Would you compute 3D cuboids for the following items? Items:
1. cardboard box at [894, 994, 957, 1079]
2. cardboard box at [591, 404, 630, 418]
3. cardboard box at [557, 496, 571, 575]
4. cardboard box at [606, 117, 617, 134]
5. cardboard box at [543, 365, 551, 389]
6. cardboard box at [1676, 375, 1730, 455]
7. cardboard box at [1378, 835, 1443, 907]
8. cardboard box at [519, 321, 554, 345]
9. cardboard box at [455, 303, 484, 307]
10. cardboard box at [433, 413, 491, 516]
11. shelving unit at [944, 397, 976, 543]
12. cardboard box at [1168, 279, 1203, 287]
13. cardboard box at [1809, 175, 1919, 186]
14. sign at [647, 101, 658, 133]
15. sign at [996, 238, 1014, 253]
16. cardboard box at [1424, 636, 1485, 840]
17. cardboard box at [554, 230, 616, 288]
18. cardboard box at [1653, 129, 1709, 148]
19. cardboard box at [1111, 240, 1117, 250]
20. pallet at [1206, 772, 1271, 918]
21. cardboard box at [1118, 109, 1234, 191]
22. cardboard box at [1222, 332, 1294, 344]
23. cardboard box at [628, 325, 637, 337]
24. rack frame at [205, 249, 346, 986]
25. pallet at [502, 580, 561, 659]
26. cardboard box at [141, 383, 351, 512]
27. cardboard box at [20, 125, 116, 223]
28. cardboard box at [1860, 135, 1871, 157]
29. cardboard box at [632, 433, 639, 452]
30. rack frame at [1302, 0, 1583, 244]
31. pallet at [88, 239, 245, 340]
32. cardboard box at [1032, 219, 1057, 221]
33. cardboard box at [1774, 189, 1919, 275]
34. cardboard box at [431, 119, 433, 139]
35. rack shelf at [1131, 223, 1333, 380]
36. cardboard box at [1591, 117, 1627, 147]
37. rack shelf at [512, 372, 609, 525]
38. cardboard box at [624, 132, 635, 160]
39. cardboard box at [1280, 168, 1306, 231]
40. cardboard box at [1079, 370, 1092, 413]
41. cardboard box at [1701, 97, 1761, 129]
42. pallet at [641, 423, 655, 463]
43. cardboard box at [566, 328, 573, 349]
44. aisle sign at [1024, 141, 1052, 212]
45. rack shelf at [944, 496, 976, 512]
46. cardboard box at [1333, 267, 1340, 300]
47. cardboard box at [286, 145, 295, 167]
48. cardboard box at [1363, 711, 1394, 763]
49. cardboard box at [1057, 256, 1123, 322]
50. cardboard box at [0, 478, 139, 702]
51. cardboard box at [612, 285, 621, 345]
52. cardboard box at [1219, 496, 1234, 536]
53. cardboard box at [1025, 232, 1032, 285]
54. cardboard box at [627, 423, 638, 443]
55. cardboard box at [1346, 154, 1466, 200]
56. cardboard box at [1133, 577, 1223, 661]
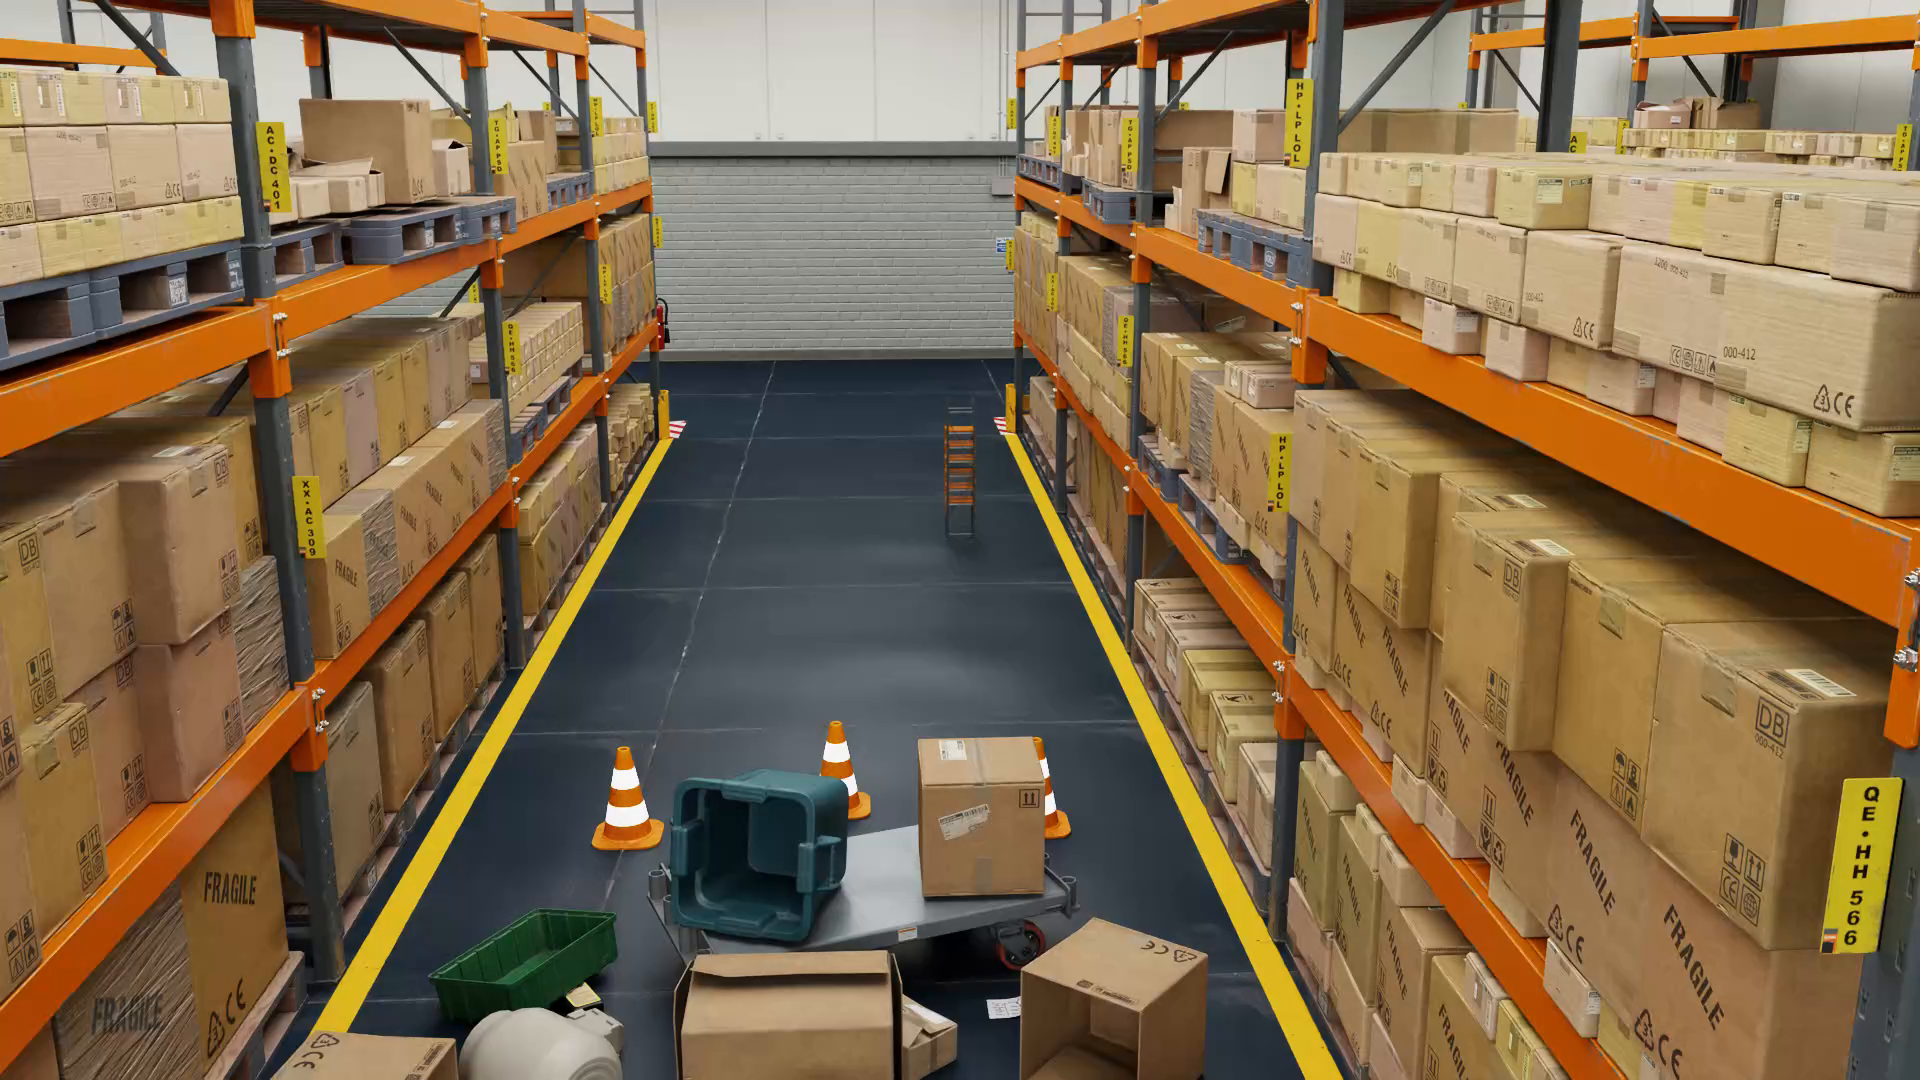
[{"bbox_3d":[-0.235,1.838,6.350,0.258,0.266,0.396,-13,20,-42],"label":"cardboard box"},{"bbox_3d":[-3.503,-1.263,16.602,0.380,0.149,0.250,-1,14,-5],"label":"cardboard box"},{"bbox_3d":[-3.185,-0.040,12.337,0.500,0.500,0.500,-1,14,-5],"label":"cardboard box"},{"bbox_3d":[-3.383,-3.829,15.366,0.380,0.149,0.250,0,14,-1],"label":"cardboard box"},{"bbox_3d":[-3.250,-1.206,12.354,0.380,0.149,0.250,-1,14,-5],"label":"cardboard box"},{"bbox_3d":[1.773,-0.271,3.543,0.380,0.149,0.250,0,14,-2],"label":"cardboard box"},{"bbox_3d":[1.625,1.107,5.574,0.380,0.149,0.250,0,14,0],"label":"cardboard box"},{"bbox_3d":[-3.273,-1.559,12.533,0.380,0.149,0.250,-2,15,-6],"label":"cardboard box"},{"bbox_3d":[-4.007,-1.875,13.760,0.380,0.149,0.250,0,14,-1],"label":"cardboard box"},{"bbox_3d":[-3.000,-0.432,9.484,0.500,0.500,0.500,-1,14,-3],"label":"cardboard box"},{"bbox_3d":[0.001,-0.577,13.863,0.258,1.200,0.189,-1,14,-3],"label":"shelving unit"},{"bbox_3d":[1.766,-1.628,12.126,0.500,0.500,0.500,0,14,-2],"label":"cardboard box"},{"bbox_3d":[2.249,-0.785,3.942,0.380,0.149,0.250,-1,14,-4],"label":"cardboard box"},{"bbox_3d":[-3.265,-4.490,17.660,0.100,0.325,0.005,-1,14,-3],"label":"sign"},{"bbox_3d":[0.689,-4.254,23.996,0.327,0.218,0.001,-1,14,-3],"label":"sign"},{"bbox_3d":[1.730,0.574,4.977,0.500,0.500,0.500,-1,14,-3],"label":"cardboard box"},{"bbox_3d":[-3.405,-2.531,15.041,0.500,0.500,0.500,-1,14,-5],"label":"cardboard box"},{"bbox_3d":[5.957,-3.306,13.699,0.380,0.149,0.250,-1,14,-4],"label":"cardboard box"},{"bbox_3d":[1.569,-2.704,15.008,0.380,0.149,0.250,-1,14,-3],"label":"cardboard box"},{"bbox_3d":[1.807,1.435,8.026,1.003,0.211,1.213,-1,14,-3],"label":"pallet"},{"bbox_3d":[1.435,-2.514,10.709,0.797,0.503,0.637,-2,15,-7],"label":"cardboard box"},{"bbox_3d":[1.915,-1.004,10.268,0.500,0.500,0.500,-1,14,-5],"label":"cardboard box"},{"bbox_3d":[-3.484,-2.153,16.878,0.380,0.149,0.250,-2,15,-6],"label":"cardboard box"},{"bbox_3d":[-3.077,0.380,6.531,1.000,3.000,0.127,-1,14,-3],"label":"rack frame"},{"bbox_3d":[-3.372,0.541,11.500,1.003,0.211,1.213,-1,14,-3],"label":"pallet"},{"bbox_3d":[-3.148,-0.404,7.371,0.700,0.500,0.500,-1,14,-4],"label":"cardboard box"},{"bbox_3d":[-2.730,-1.028,4.641,0.500,0.250,0.500,-1,14,-4],"label":"cardboard box"},{"bbox_3d":[6.336,-2.659,11.227,0.380,0.149,0.250,-1,14,-5],"label":"cardboard box"},{"bbox_3d":[-3.429,-0.978,16.688,0.380,0.149,0.250,-1,14,-2],"label":"cardboard box"},{"bbox_3d":[1.857,-2.627,6.178,1.000,3.000,0.127,-1,14,-3],"label":"rack frame"},{"bbox_3d":[-3.037,-0.826,5.377,1.003,0.211,1.213,-1,14,-3],"label":"pallet"},{"bbox_3d":[0.925,-3.138,16.692,0.380,0.149,0.250,-1,14,-3],"label":"cardboard box"},{"bbox_3d":[1.812,-0.589,3.178,0.380,0.149,0.250,-1,14,-2],"label":"cardboard box"},{"bbox_3d":[-3.656,-2.711,10.786,0.396,0.266,0.258,-1,14,-3],"label":"cardboard box"},{"bbox_3d":[1.733,-1.324,8.575,1.077,0.370,4.000,-1,14,-3],"label":"rack shelf"},{"bbox_3d":[6.044,-3.677,14.979,0.500,0.250,0.500,-1,14,-3],"label":"cardboard box"},{"bbox_3d":[-3.449,-0.764,12.420,1.077,0.370,4.000,-1,14,-3],"label":"rack shelf"},{"bbox_3d":[-3.476,-3.862,16.293,0.500,0.250,0.500,-1,14,-3],"label":"cardboard box"},{"bbox_3d":[1.676,-1.448,7.074,0.500,0.250,0.500,-1,14,-5],"label":"cardboard box"},{"bbox_3d":[1.196,-1.145,12.756,0.500,0.250,0.500,-1,14,-4],"label":"cardboard box"},{"bbox_3d":[6.452,-3.576,13.919,0.396,0.266,0.258,-1,14,-3],"label":"cardboard box"},{"bbox_3d":[-3.801,-1.033,17.617,1.003,0.211,1.213,-1,14,-3],"label":"pallet"},{"bbox_3d":[-3.321,-1.613,13.338,0.380,0.149,0.250,0,14,-1],"label":"cardboard box"},{"bbox_3d":[0.820,-3.979,18.253,0.394,0.787,0.004,-1,14,-3],"label":"aisle sign"},{"bbox_3d":[0.001,-0.302,13.934,0.258,0.103,0.180,-1,14,-3],"label":"rack shelf"},{"bbox_3d":[1.629,-0.971,6.264,0.380,0.149,0.250,-1,14,-4],"label":"cardboard box"},{"bbox_3d":[-3.405,-1.714,7.785,0.500,0.311,0.500,-1,14,-5],"label":"cardboard box"},{"bbox_3d":[1.651,0.673,5.896,0.380,0.149,0.250,0,14,-2],"label":"cardboard box"},{"bbox_3d":[1.102,-2.130,14.079,0.500,0.500,0.500,-1,14,-3],"label":"cardboard box"},{"bbox_3d":[-3.042,0.148,4.964,0.875,0.550,0.550,-1,14,-3],"label":"cardboard box"},{"bbox_3d":[-3.390,-2.052,15.186,0.500,0.500,0.500,-1,14,-3],"label":"cardboard box"},{"bbox_3d":[1.480,-0.120,8.135,0.380,0.149,0.250,-1,14,-3],"label":"cardboard box"},{"bbox_3d":[0.938,-2.859,16.911,0.500,0.500,0.500,-1,14,-4],"label":"cardboard box"},{"bbox_3d":[-3.382,-1.055,16.388,0.380,0.149,0.250,-1,14,-3],"label":"cardboard box"},{"bbox_3d":[1.596,-1.292,5.910,0.380,0.149,0.250,0,14,-2],"label":"cardboard box"},{"bbox_3d":[1.634,0.493,10.521,0.950,0.372,0.625,-2,15,-7],"label":"cardboard box"}]
